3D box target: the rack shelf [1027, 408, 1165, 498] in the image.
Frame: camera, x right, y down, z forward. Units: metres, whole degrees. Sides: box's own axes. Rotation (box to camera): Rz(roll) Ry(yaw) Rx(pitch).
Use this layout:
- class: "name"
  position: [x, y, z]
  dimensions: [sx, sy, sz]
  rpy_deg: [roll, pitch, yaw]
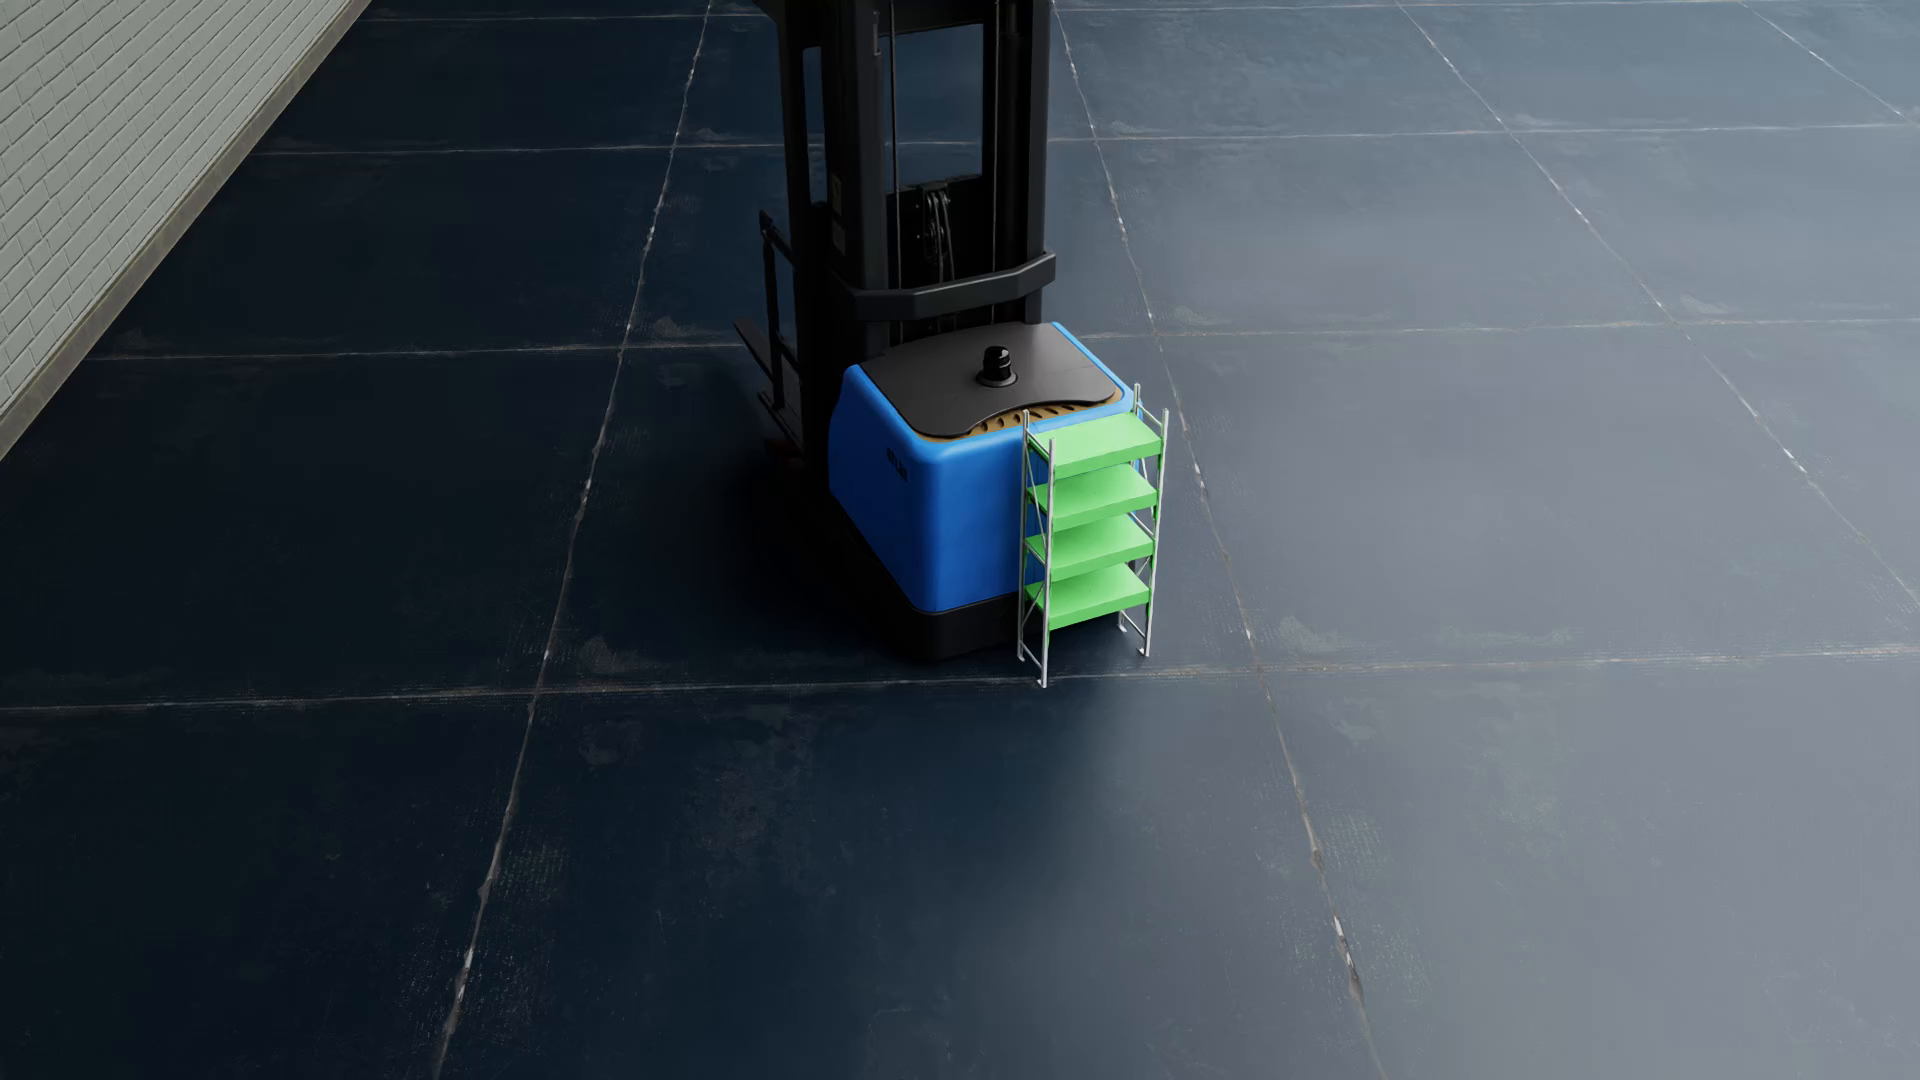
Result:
- class: "rack shelf"
  position: [0.520, -0.342, 6.459]
  dimensions: [0.480, 0.148, 0.258]
  rpy_deg: [-15, 37, -20]

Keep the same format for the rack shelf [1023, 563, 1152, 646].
- class: "rack shelf"
  position: [0.520, 0.250, 6.869]
  dimensions: [0.480, 0.148, 0.258]
  rpy_deg: [-15, 37, -20]

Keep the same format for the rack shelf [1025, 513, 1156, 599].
- class: "rack shelf"
  position: [0.520, 0.052, 6.732]
  dimensions: [0.480, 0.148, 0.258]
  rpy_deg: [-15, 37, -20]

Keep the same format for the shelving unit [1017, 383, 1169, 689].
- class: "shelving unit"
  position: [0.520, 0.000, 6.696]
  dimensions: [0.503, 1.200, 0.258]
  rpy_deg: [-15, 37, -20]

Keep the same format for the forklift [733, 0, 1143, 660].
- class: "forklift"
  position: [-0.313, -1.534, 7.391]
  dimensions: [1.130, 2.935, 3.031]
  rpy_deg: [-14, 37, -20]

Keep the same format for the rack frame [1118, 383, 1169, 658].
- class: "rack frame"
  position: [0.741, -0.059, 6.781]
  dimensions: [0.015, 1.200, 0.240]
  rpy_deg: [-15, 37, -20]

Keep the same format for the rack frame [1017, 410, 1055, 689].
- class: "rack frame"
  position: [0.298, 0.058, 6.612]
  dimensions: [0.015, 1.200, 0.240]
  rpy_deg: [-15, 37, -20]

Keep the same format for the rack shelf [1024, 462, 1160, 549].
- class: "rack shelf"
  position: [0.520, -0.145, 6.596]
  dimensions: [0.480, 0.148, 0.258]
  rpy_deg: [-15, 37, -20]
